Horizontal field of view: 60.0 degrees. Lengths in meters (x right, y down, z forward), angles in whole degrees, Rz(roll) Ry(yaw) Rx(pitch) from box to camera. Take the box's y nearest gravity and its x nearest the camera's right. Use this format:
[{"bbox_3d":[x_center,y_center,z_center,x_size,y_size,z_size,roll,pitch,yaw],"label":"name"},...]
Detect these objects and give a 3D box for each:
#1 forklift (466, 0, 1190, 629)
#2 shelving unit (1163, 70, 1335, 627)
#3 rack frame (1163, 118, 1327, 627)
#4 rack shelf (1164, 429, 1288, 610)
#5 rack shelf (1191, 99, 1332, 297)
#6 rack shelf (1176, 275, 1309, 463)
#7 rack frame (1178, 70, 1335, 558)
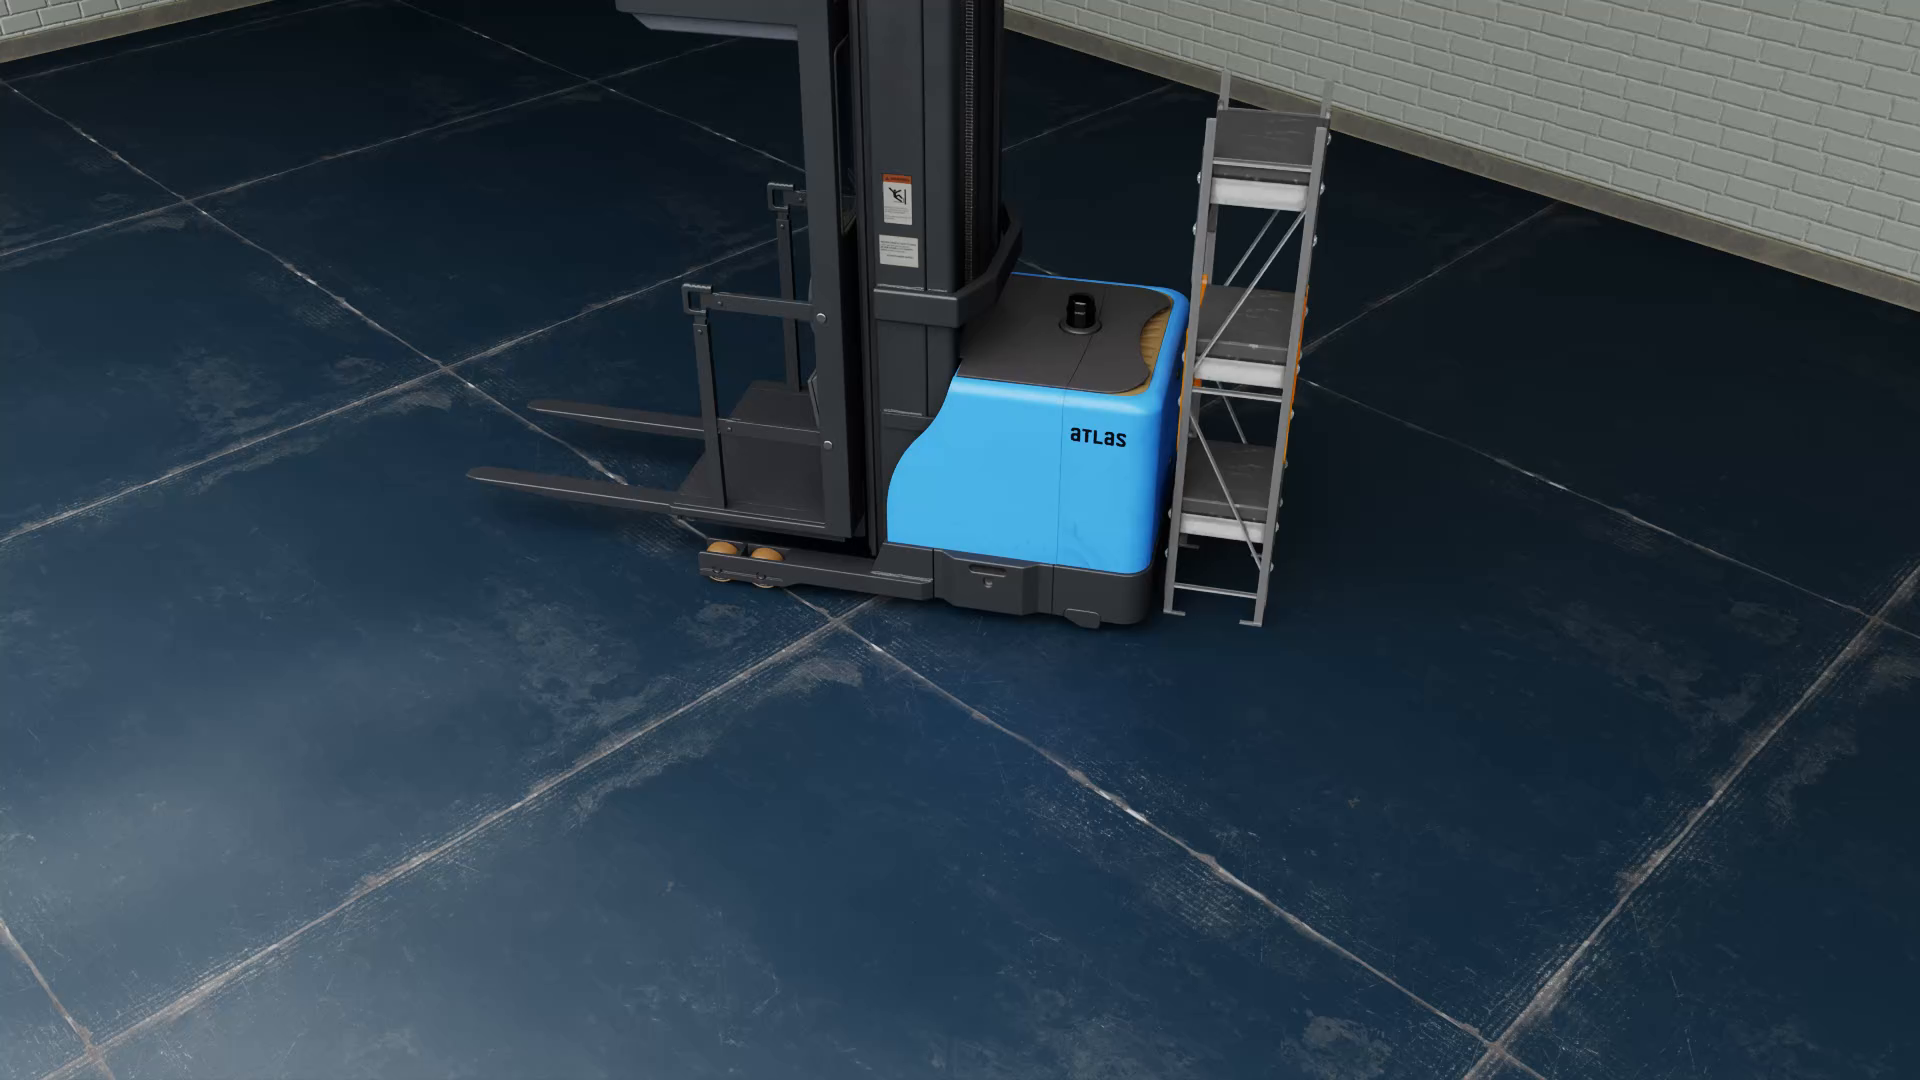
[{"bbox_3d":[-0.613,-1.286,6.532,3.031,2.935,1.130,8,36,11],"label":"forklift"},{"bbox_3d":[1.086,-0.674,6.381,0.431,2.100,0.503,8,36,11],"label":"shelving unit"},{"bbox_3d":[1.030,-0.538,6.186,0.400,2.100,0.015,8,36,11],"label":"rack frame"},{"bbox_3d":[1.086,-0.089,6.789,0.431,0.518,0.480,8,36,11],"label":"rack shelf"},{"bbox_3d":[1.086,-1.237,5.988,0.431,0.518,0.480,8,36,11],"label":"rack shelf"},{"bbox_3d":[1.086,-0.663,6.389,0.431,0.518,0.480,8,36,11],"label":"rack shelf"},{"bbox_3d":[1.143,-0.810,6.576,0.400,2.100,0.015,8,36,11],"label":"rack frame"}]
